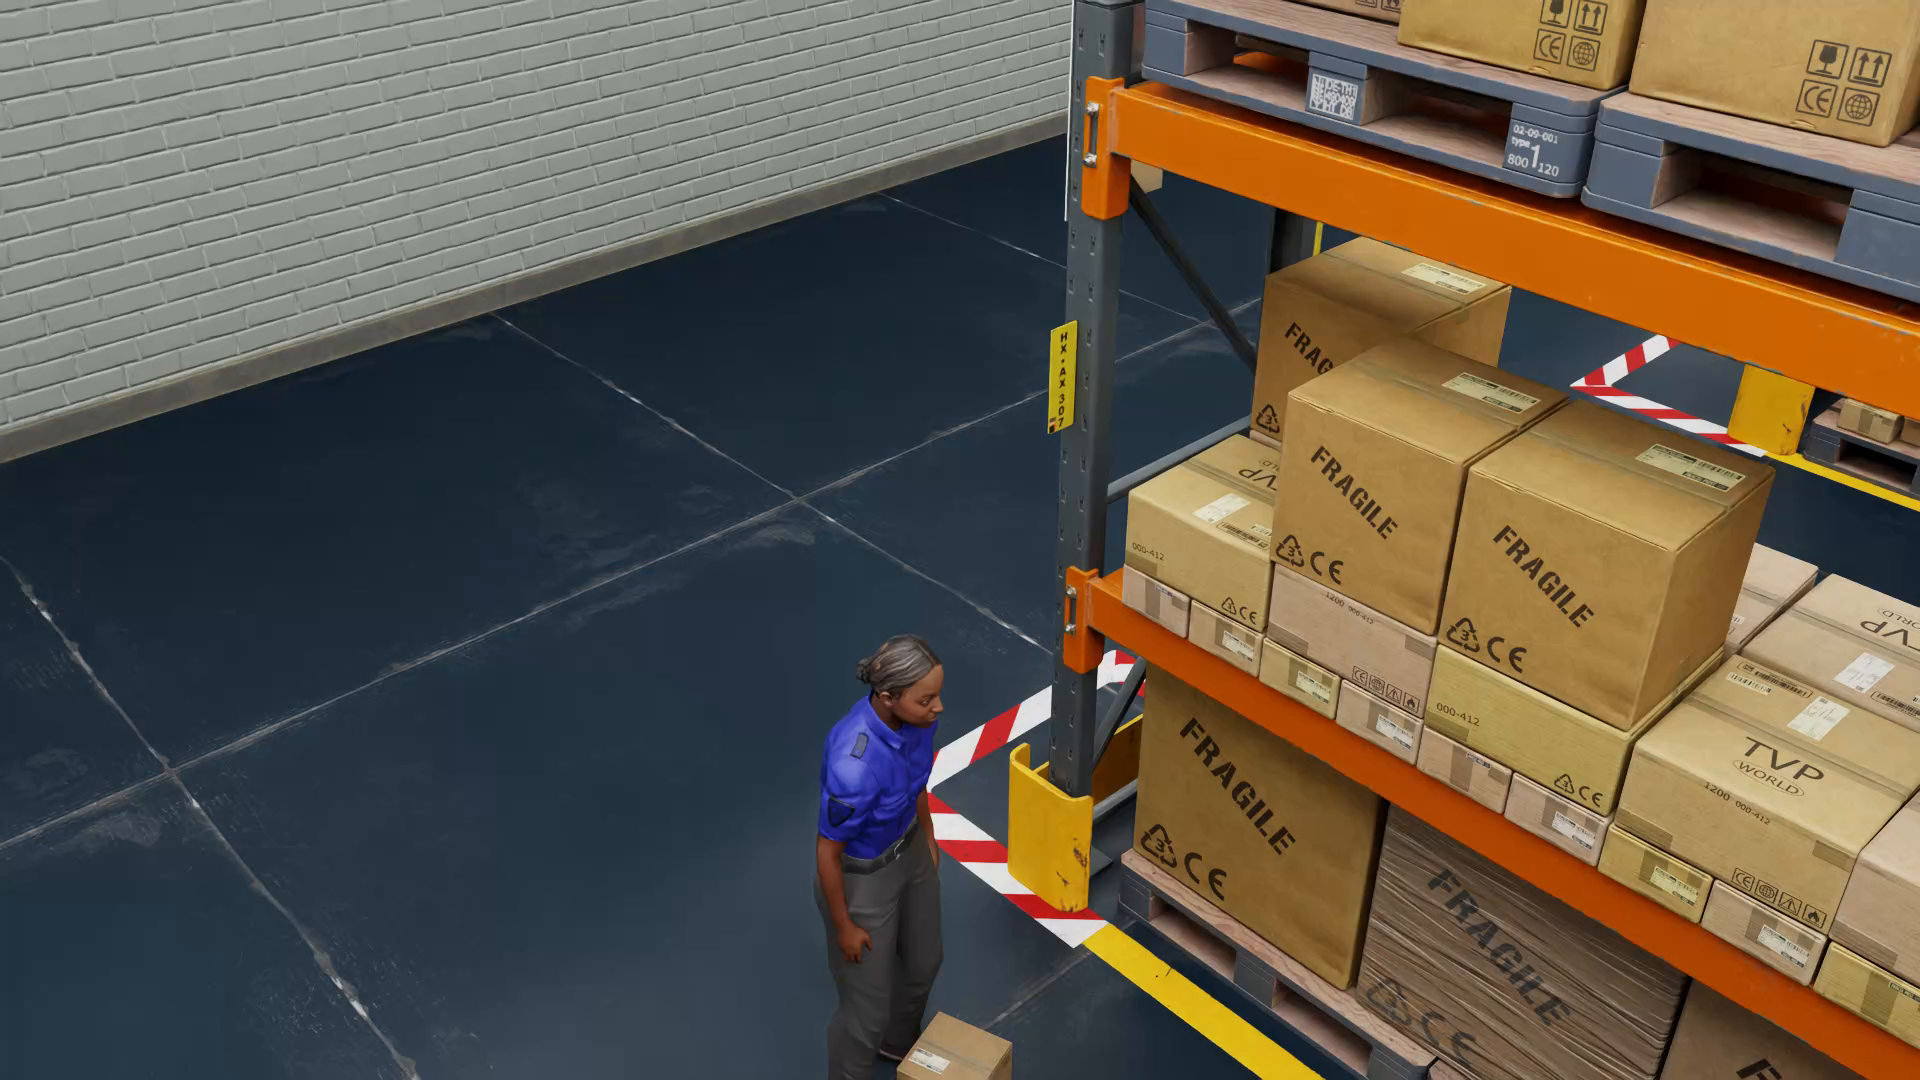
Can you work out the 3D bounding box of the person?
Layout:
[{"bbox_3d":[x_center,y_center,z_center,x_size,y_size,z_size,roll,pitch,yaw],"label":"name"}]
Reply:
[{"bbox_3d":[-0.210,0.950,4.618,0.349,1.653,0.520,17,36,26],"label":"person"}]
